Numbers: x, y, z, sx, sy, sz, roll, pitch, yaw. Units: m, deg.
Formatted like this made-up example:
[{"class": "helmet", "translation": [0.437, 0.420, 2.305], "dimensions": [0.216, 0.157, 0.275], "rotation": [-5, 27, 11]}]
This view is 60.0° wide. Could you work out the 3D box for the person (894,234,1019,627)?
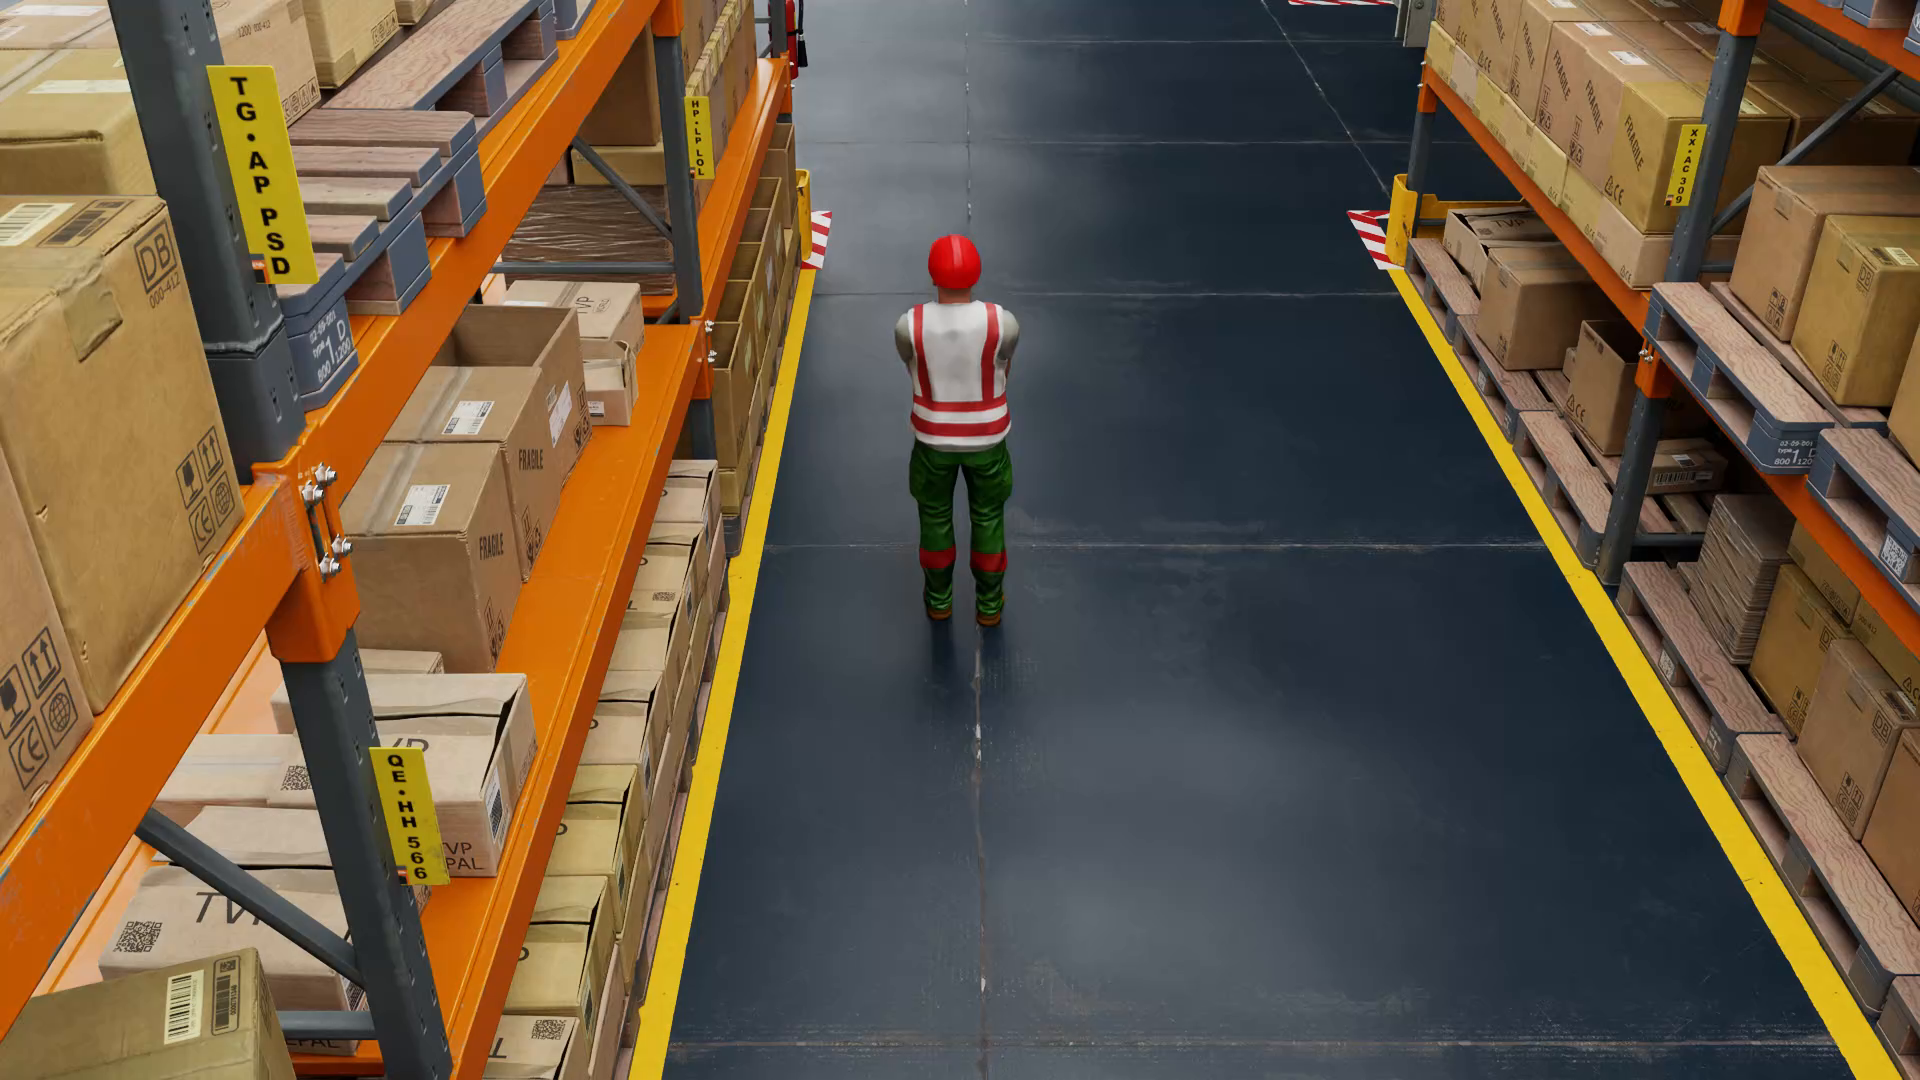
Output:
[{"class": "person", "translation": [-0.012, -0.479, 6.908], "dimensions": [0.494, 1.782, 0.564], "rotation": [0, 31, 0]}]
